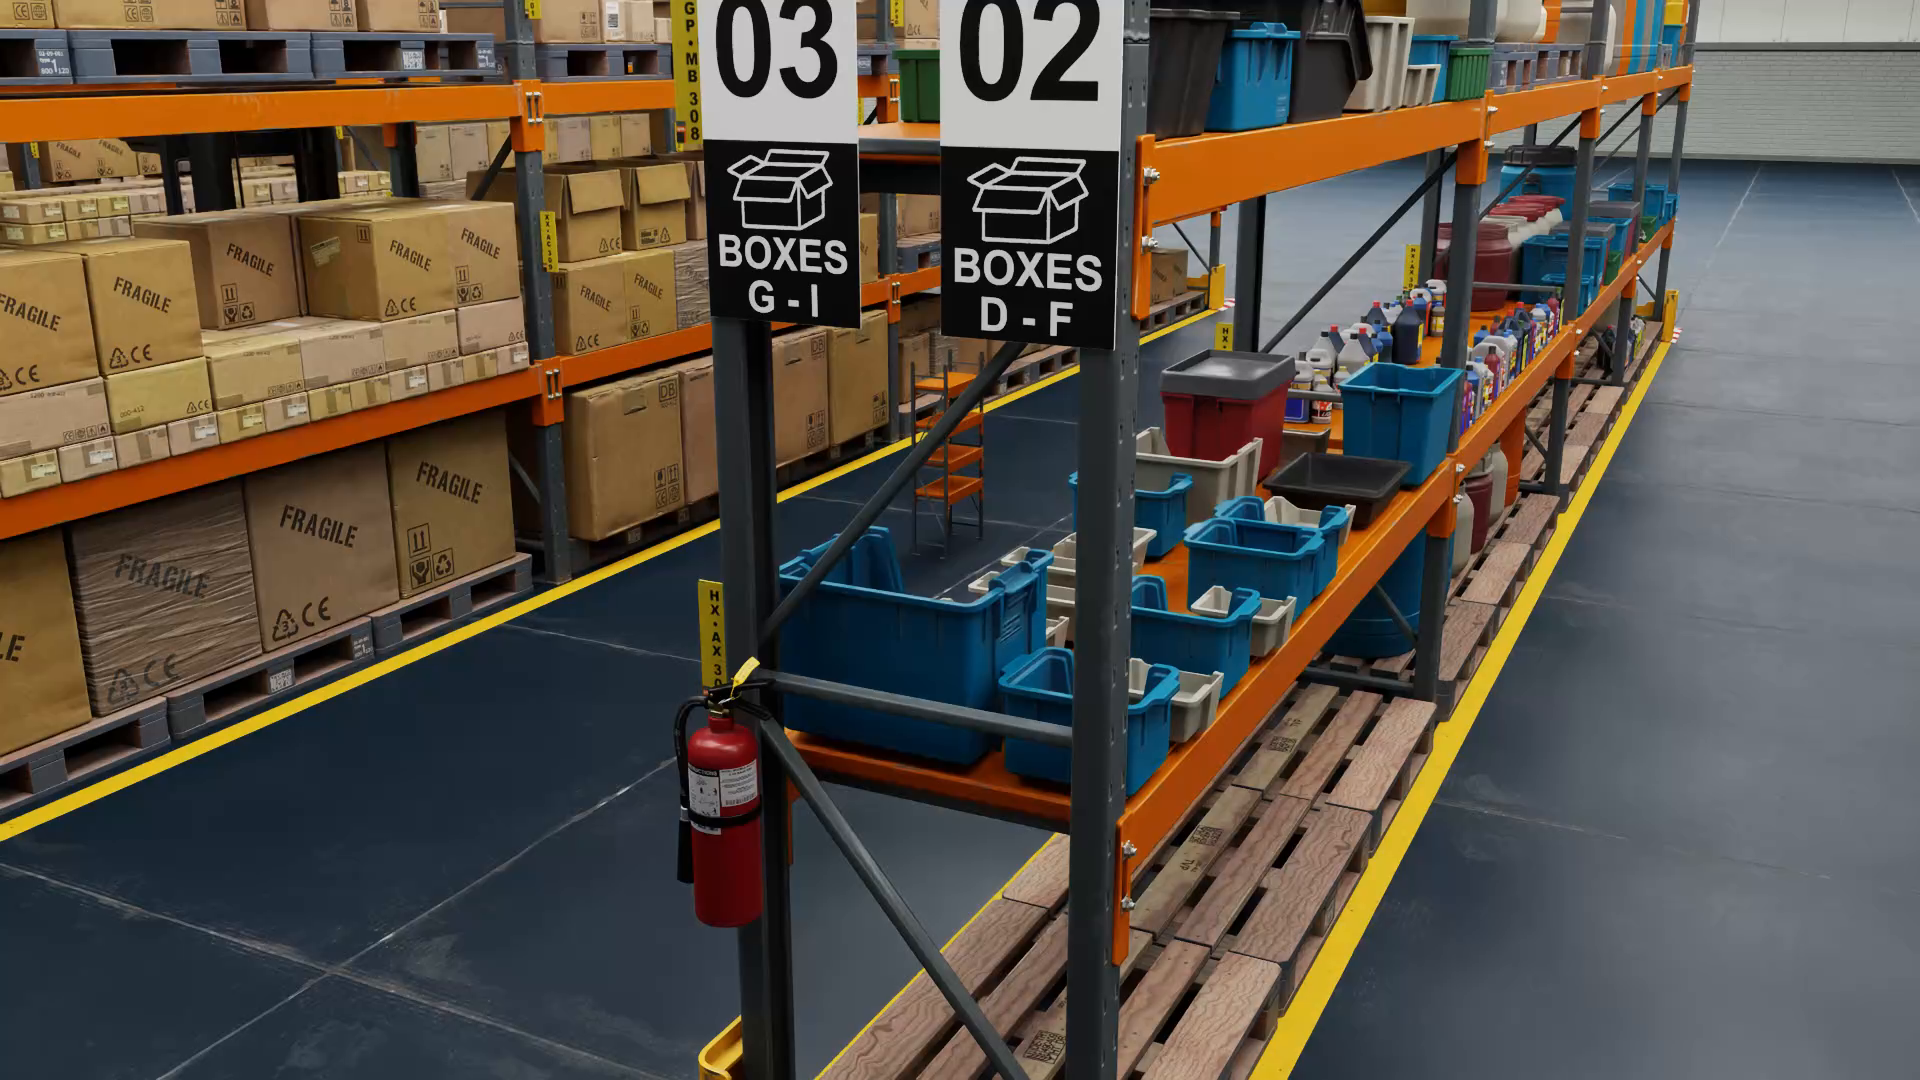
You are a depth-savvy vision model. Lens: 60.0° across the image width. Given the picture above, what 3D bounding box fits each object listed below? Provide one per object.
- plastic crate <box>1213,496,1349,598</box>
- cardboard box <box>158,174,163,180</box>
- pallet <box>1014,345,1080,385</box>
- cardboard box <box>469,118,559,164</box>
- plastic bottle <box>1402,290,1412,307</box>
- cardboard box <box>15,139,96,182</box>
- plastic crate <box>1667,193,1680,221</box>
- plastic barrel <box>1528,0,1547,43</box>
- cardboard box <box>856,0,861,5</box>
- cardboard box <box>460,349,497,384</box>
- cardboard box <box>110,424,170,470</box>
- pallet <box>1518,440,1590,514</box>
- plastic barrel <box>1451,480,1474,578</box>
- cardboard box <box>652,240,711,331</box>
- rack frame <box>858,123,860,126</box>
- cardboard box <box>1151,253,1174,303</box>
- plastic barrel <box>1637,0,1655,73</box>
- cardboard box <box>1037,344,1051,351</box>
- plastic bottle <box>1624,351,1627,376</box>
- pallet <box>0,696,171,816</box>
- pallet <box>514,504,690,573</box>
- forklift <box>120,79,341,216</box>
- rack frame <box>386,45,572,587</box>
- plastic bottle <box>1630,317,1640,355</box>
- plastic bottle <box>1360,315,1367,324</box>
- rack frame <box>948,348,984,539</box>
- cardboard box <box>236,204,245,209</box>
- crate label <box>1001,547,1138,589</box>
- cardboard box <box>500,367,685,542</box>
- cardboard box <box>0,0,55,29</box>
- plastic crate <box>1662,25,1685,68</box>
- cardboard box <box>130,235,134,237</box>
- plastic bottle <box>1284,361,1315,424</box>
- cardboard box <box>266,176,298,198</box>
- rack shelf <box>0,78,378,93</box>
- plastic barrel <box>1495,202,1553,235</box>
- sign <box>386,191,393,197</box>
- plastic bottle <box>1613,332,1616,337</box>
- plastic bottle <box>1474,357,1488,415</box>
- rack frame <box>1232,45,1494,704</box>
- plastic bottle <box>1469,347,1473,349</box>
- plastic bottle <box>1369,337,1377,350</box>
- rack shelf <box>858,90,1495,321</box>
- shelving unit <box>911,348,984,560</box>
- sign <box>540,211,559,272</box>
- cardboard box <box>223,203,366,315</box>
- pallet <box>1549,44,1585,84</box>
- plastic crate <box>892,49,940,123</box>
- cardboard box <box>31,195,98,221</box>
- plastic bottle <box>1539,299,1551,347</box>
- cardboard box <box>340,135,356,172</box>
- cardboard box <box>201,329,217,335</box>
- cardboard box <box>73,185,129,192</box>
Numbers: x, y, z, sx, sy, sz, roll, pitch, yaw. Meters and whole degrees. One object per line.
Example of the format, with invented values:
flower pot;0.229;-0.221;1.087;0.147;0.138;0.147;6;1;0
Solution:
plastic crate;1.030;0.022;5.371;0.416;0.233;0.300;8;18;25
cardboard box;-8.917;-4.013;18.469;0.380;0.149;0.250;9;19;28
pallet;0.487;-1.748;16.039;1.003;0.211;1.213;8;18;25
cardboard box;-4.456;-3.952;16.629;0.700;0.500;0.500;8;18;25
plastic bottle;2.688;-1.363;10.051;0.061;0.283;0.133;8;18;25
cardboard box;-9.411;-4.002;17.296;0.500;0.500;0.500;8;18;24
plastic crate;7.096;-3.435;17.083;0.499;0.251;0.616;8;18;25
plastic barrel;3.130;-2.916;9.309;0.301;0.262;0.301;0;17;0
cardboard box;-1.162;-3.789;11.825;0.797;0.503;0.637;9;19;29
cardboard box;-2.699;-0.940;8.863;0.380;0.149;0.250;8;19;26
cardboard box;-3.617;-0.417;7.101;0.380;0.149;0.250;8;18;24
pallet;3.858;-0.490;11.804;1.003;0.211;1.213;8;18;25
plastic barrel;2.597;-0.073;9.135;0.421;0.512;0.421;0;17;0
cardboard box;-1.864;-1.635;10.584;0.500;0.500;0.500;8;18;24
rack frame;-1.771;-4.959;21.952;1.000;3.000;0.127;8;18;25
cardboard box;2.091;-2.992;18.982;0.500;0.500;0.500;14;22;40
plastic barrel;4.940;-4.008;12.601;0.600;0.901;0.600;0;17;0
cardboard box;0.540;-2.142;16.087;0.700;0.500;0.500;7;18;21
plastic bottle;5.799;-1.582;14.601;0.097;0.271;0.097;0;17;0
pallet;-4.241;0.896;7.136;1.003;0.211;1.213;8;18;25
pallet;-2.463;-0.115;10.541;1.003;0.211;1.213;8;18;25
forklift;-4.985;-1.841;11.574;3.031;2.935;1.130;15;22;41
rack frame;-2.741;-1.246;9.450;1.000;3.000;0.127;8;18;25
plastic bottle;6.271;-1.904;15.545;0.144;0.351;0.185;8;18;25
plastic bottle;2.192;-1.081;9.100;0.061;0.283;0.133;8;18;25
rack frame;0.035;-0.595;10.421;0.240;1.200;0.015;8;18;25
cardboard box;-5.848;-2.566;13.078;0.380;0.149;0.250;8;18;24
crate label;0.350;0.124;5.196;0.396;0.136;0.243;8;18;25
cardboard box;-2.473;-0.594;10.250;1.225;0.875;0.875;8;18;26
cardboard box;-3.984;-2.229;6.404;0.700;0.500;0.500;7;18;23
plastic crate;6.470;-4.578;15.430;0.392;0.384;0.575;8;18;25
cardboard box;-6.198;-2.224;12.446;0.380;0.149;0.250;8;18;26
plastic bottle;1.577;-0.698;7.823;0.152;0.276;0.135;8;18;25
cardboard box;-5.502;-2.905;13.697;0.380;0.149;0.250;9;19;27
rack shelf;-6.239;-3.505;13.052;1.077;0.370;4.000;8;18;25
plastic barrel;4.313;-2.316;12.814;0.433;0.535;0.433;0;17;0
sign;-3.231;-1.829;9.521;0.100;0.325;0.005;8;18;25
plastic bottle;5.954;-1.761;15.206;0.097;0.271;0.097;0;17;0
plastic bottle;2.478;-0.743;7.982;0.097;0.271;0.097;0;17;0
rack frame;1.690;-0.616;7.328;1.000;3.000;0.127;8;18;25
plastic bottle;2.635;-0.896;8.621;0.097;0.201;0.097;0;17;0
plastic bottle;2.086;-0.906;8.532;0.097;0.271;0.097;0;17;0
rack shelf;0.796;-1.199;5.289;1.077;0.370;4.000;8;18;25
shelving unit;-0.074;-0.533;10.212;0.258;1.200;0.503;8;18;25
sign;-2.244;-1.628;9.079;0.100;0.325;0.005;8;18;25
cardboard box;-3.411;-1.462;8.602;0.500;0.500;0.500;8;18;25
pallet;3.048;-2.799;9.745;1.003;0.211;1.213;8;18;25
plastic crate;0.088;-1.221;4.469;0.450;0.188;0.336;8;18;25
cardboard box;-6.426;-2.382;11.935;0.380;0.149;0.250;9;19;27
plastic bottle;3.420;-1.280;9.792;0.097;0.271;0.097;0;17;0
cardboard box;-7.586;-4.811;20.757;0.500;0.500;0.500;8;18;25
cardboard box;-3.866;-0.847;7.848;0.500;0.250;0.500;8;18;25
cardboard box;-6.662;-2.659;12.867;0.380;0.149;0.250;7;18;24
